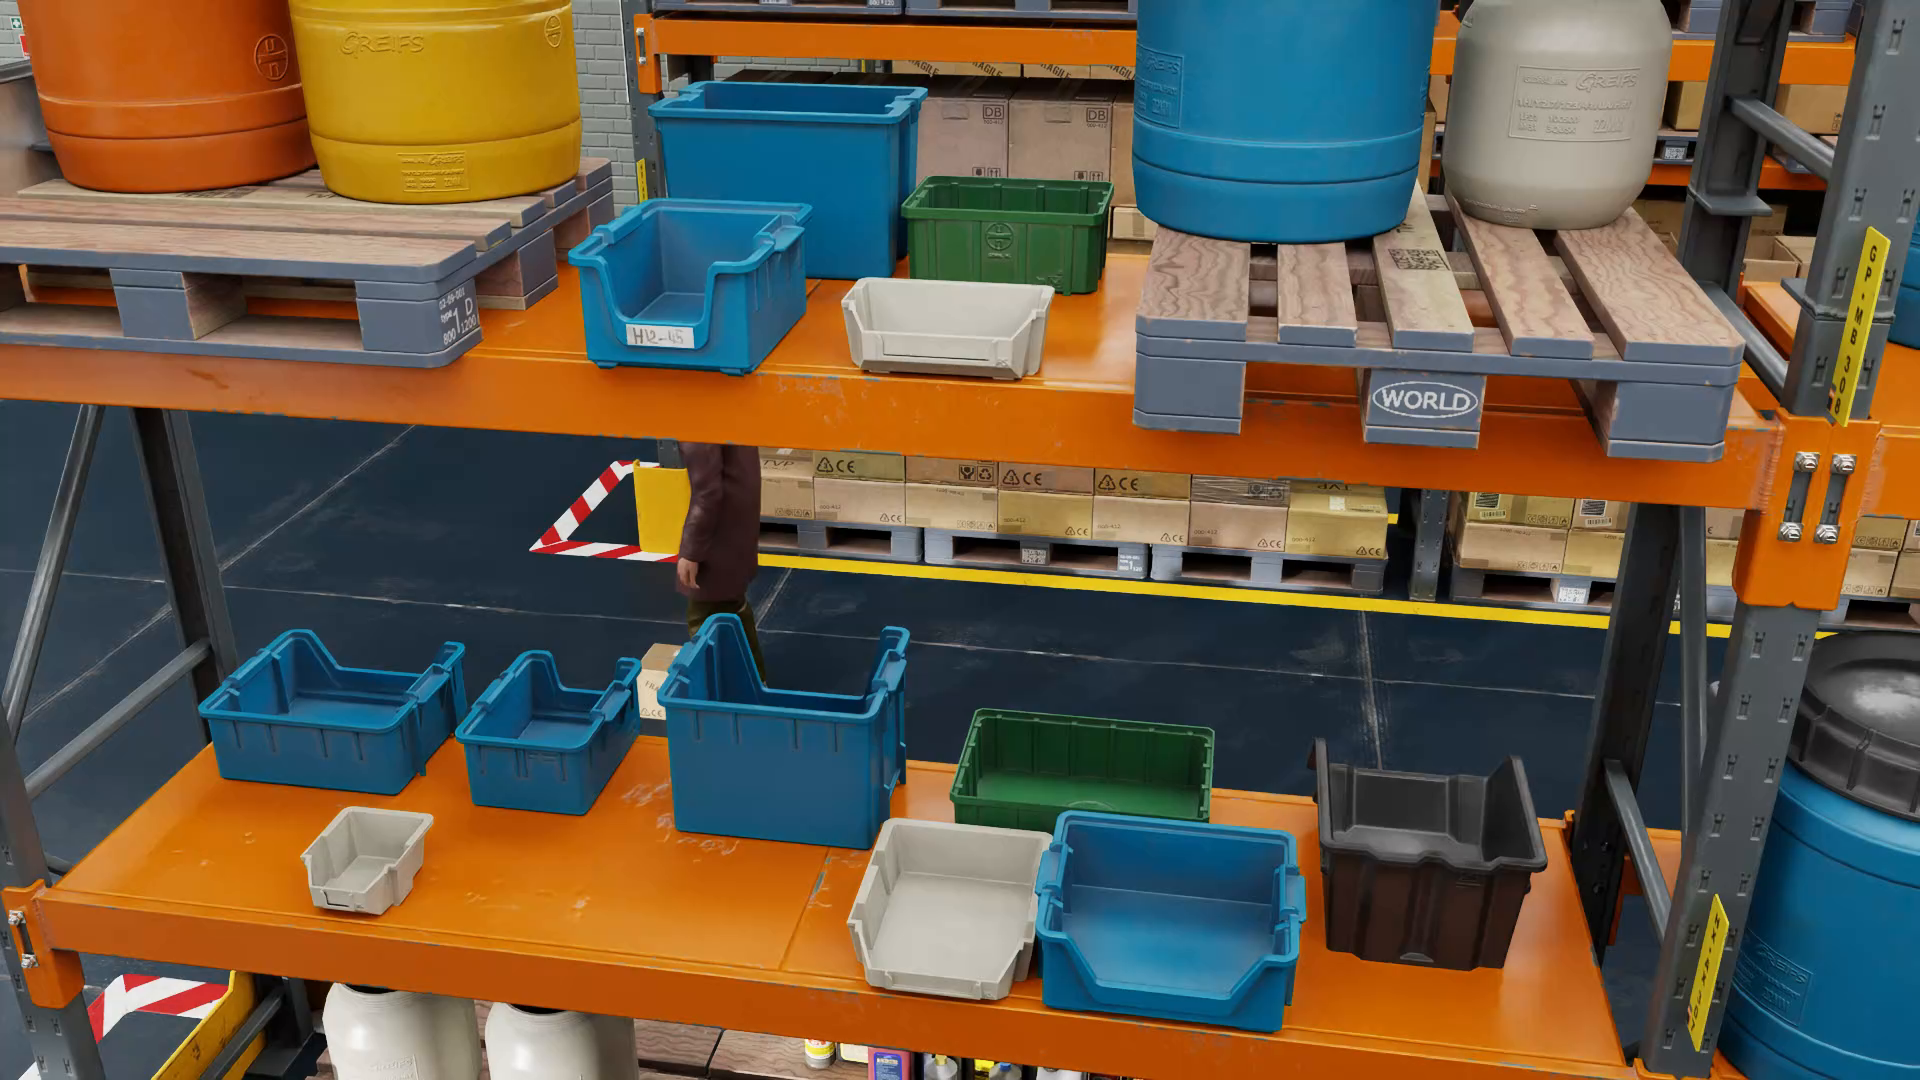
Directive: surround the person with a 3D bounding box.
[{"bbox_3d":[-1.062,-0.029,7.186,0.418,1.774,0.656,3,25,7],"label":"person"}]
